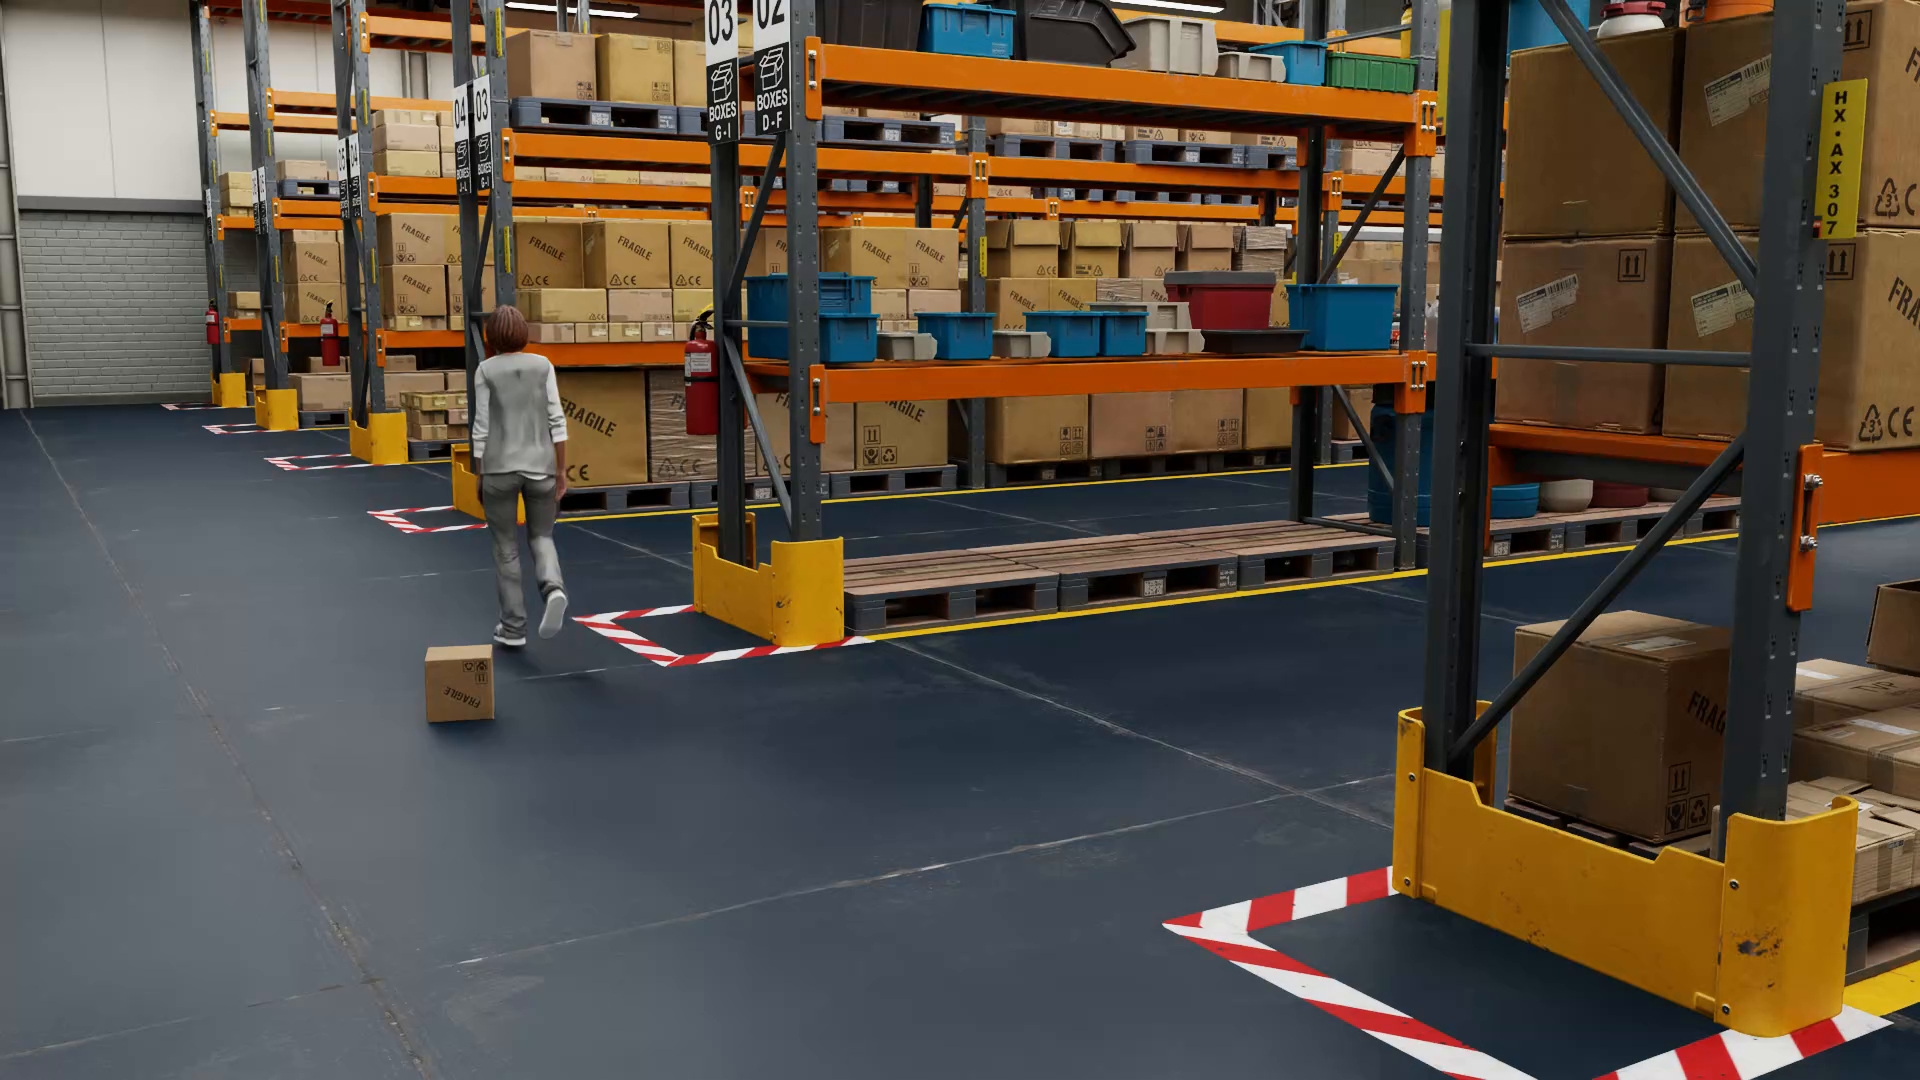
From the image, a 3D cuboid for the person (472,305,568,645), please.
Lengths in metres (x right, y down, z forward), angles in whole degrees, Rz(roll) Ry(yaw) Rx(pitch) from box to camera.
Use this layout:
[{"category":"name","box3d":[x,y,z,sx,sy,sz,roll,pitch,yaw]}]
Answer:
[{"category":"person","box3d":[-2.017,-0.292,7.696,0.419,1.581,0.484,-4,9,-28]}]
